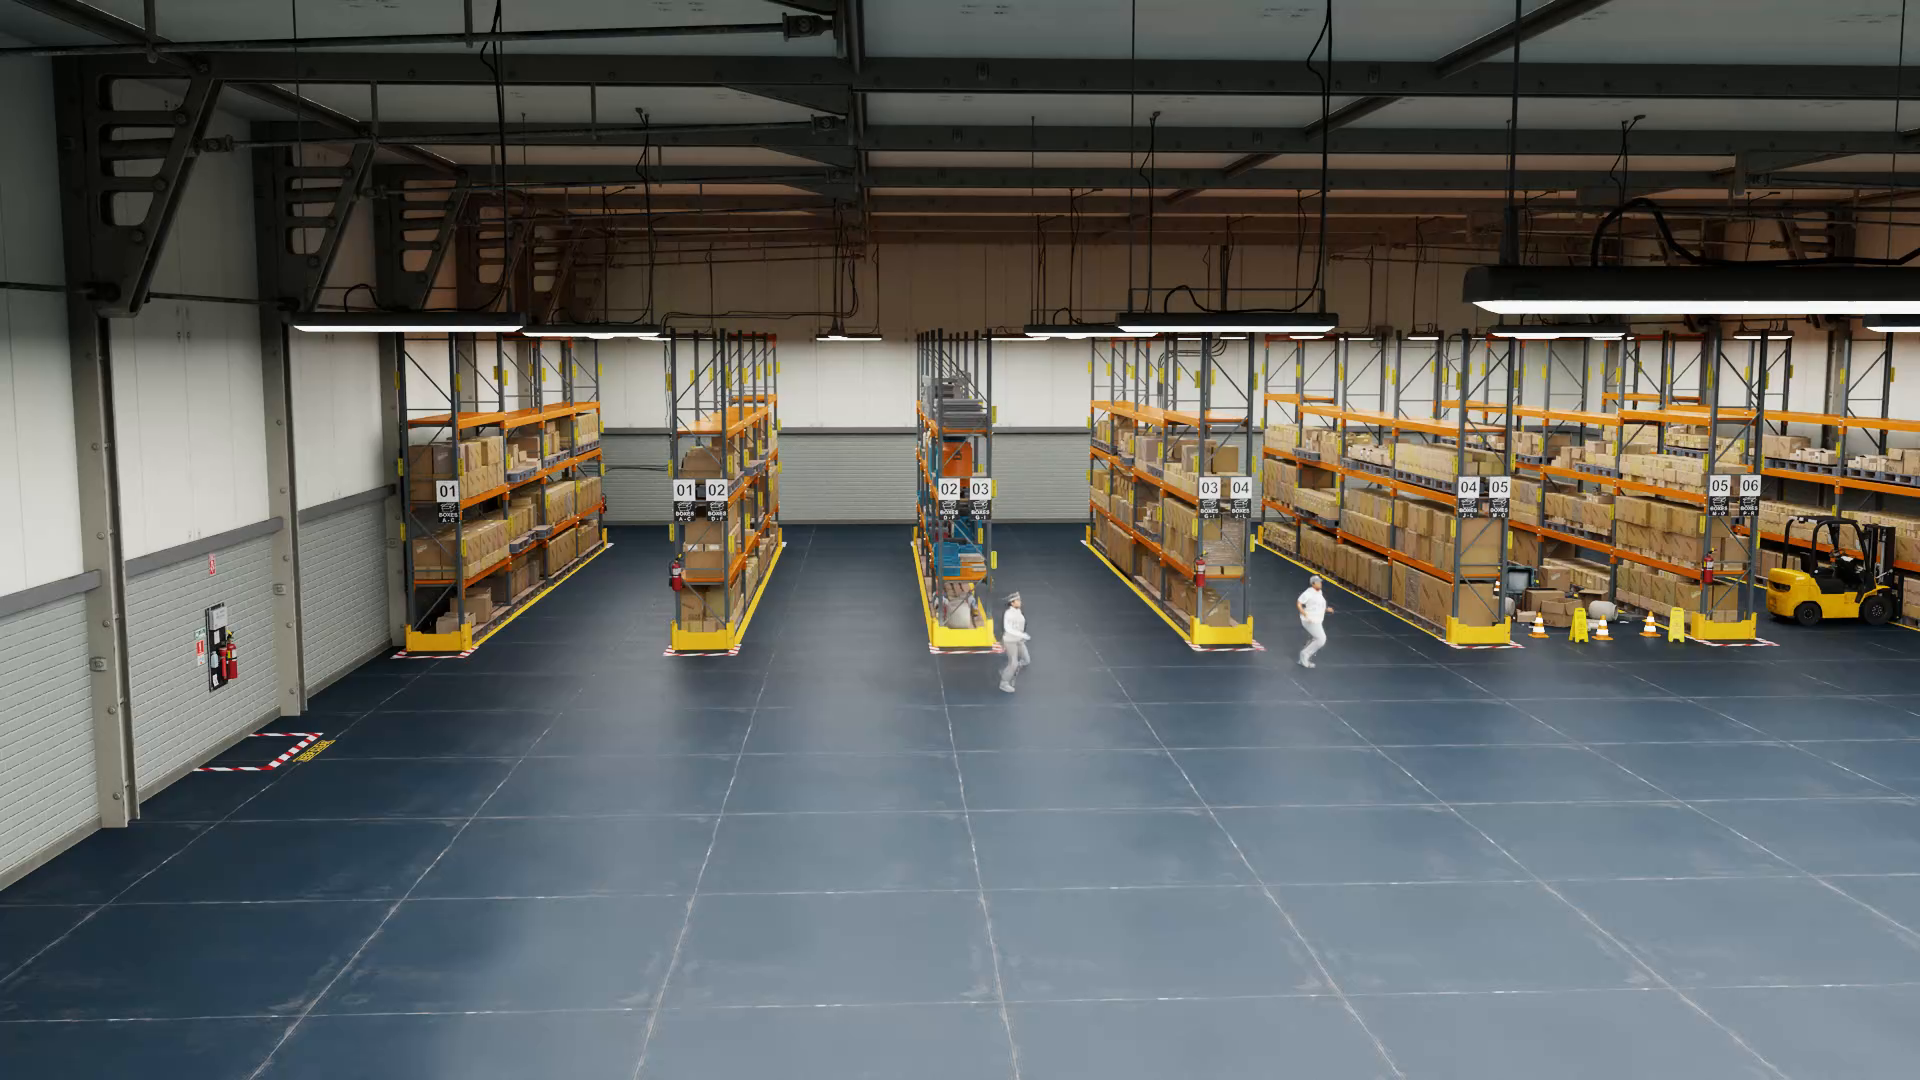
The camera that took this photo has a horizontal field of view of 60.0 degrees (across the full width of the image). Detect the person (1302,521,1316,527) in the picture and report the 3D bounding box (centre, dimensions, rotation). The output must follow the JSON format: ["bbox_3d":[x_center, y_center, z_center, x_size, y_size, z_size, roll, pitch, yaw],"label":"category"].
[{"bbox_3d":[10.182,-0.914,49.185,0.851,1.712,0.566,0,7,3],"label":"person"}]

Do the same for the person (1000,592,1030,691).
[{"bbox_3d":[0.930,1.670,27.414,0.575,1.657,0.606,3,8,27],"label":"person"}]

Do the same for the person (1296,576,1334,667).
[{"bbox_3d":[6.309,1.439,29.479,0.592,1.633,0.586,4,8,33],"label":"person"}]
